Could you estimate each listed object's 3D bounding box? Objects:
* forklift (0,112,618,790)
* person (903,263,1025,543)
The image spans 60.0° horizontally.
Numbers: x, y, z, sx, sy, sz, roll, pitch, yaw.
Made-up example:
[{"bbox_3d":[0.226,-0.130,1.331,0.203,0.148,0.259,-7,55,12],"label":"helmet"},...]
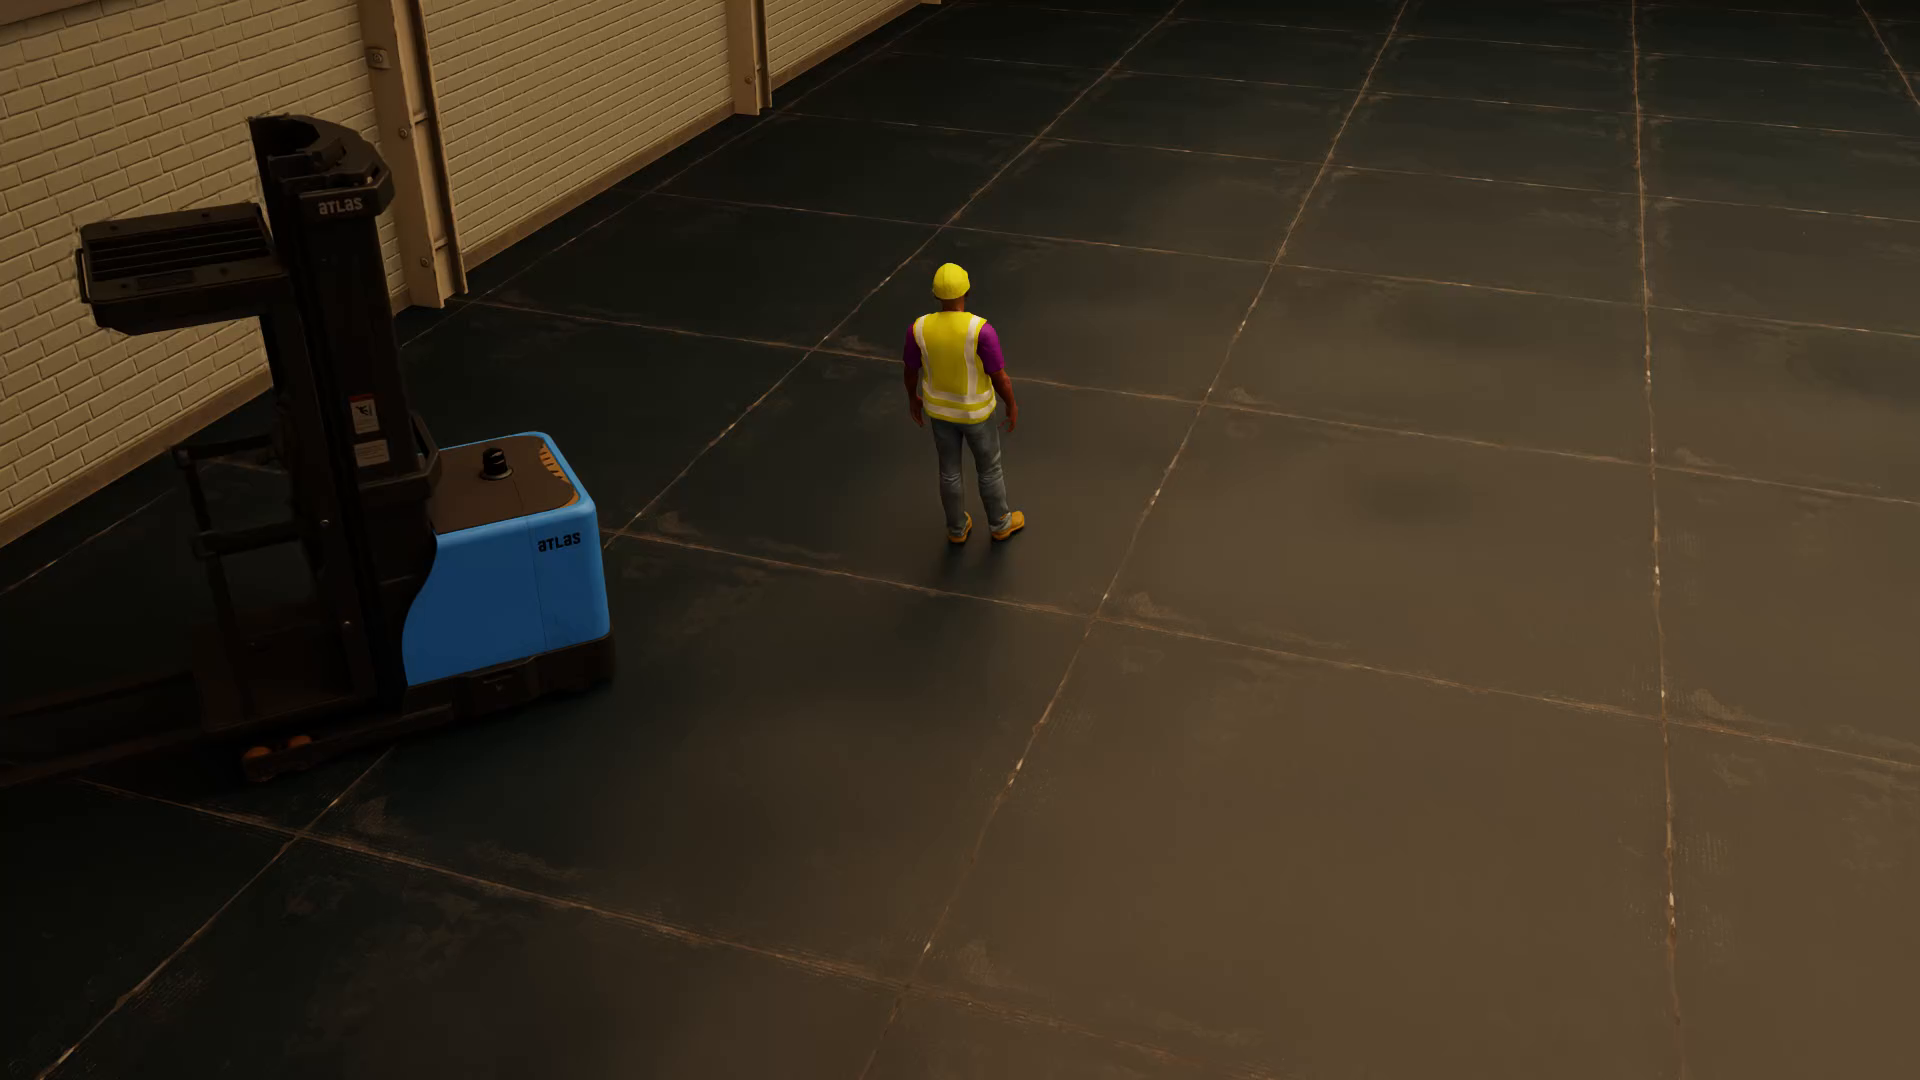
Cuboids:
[{"bbox_3d":[-3.356,-0.404,7.845,3.031,2.935,1.130,-14,33,-23],"label":"forklift"},{"bbox_3d":[0.028,-0.805,9.711,0.665,1.768,0.575,10,31,16],"label":"person"}]
